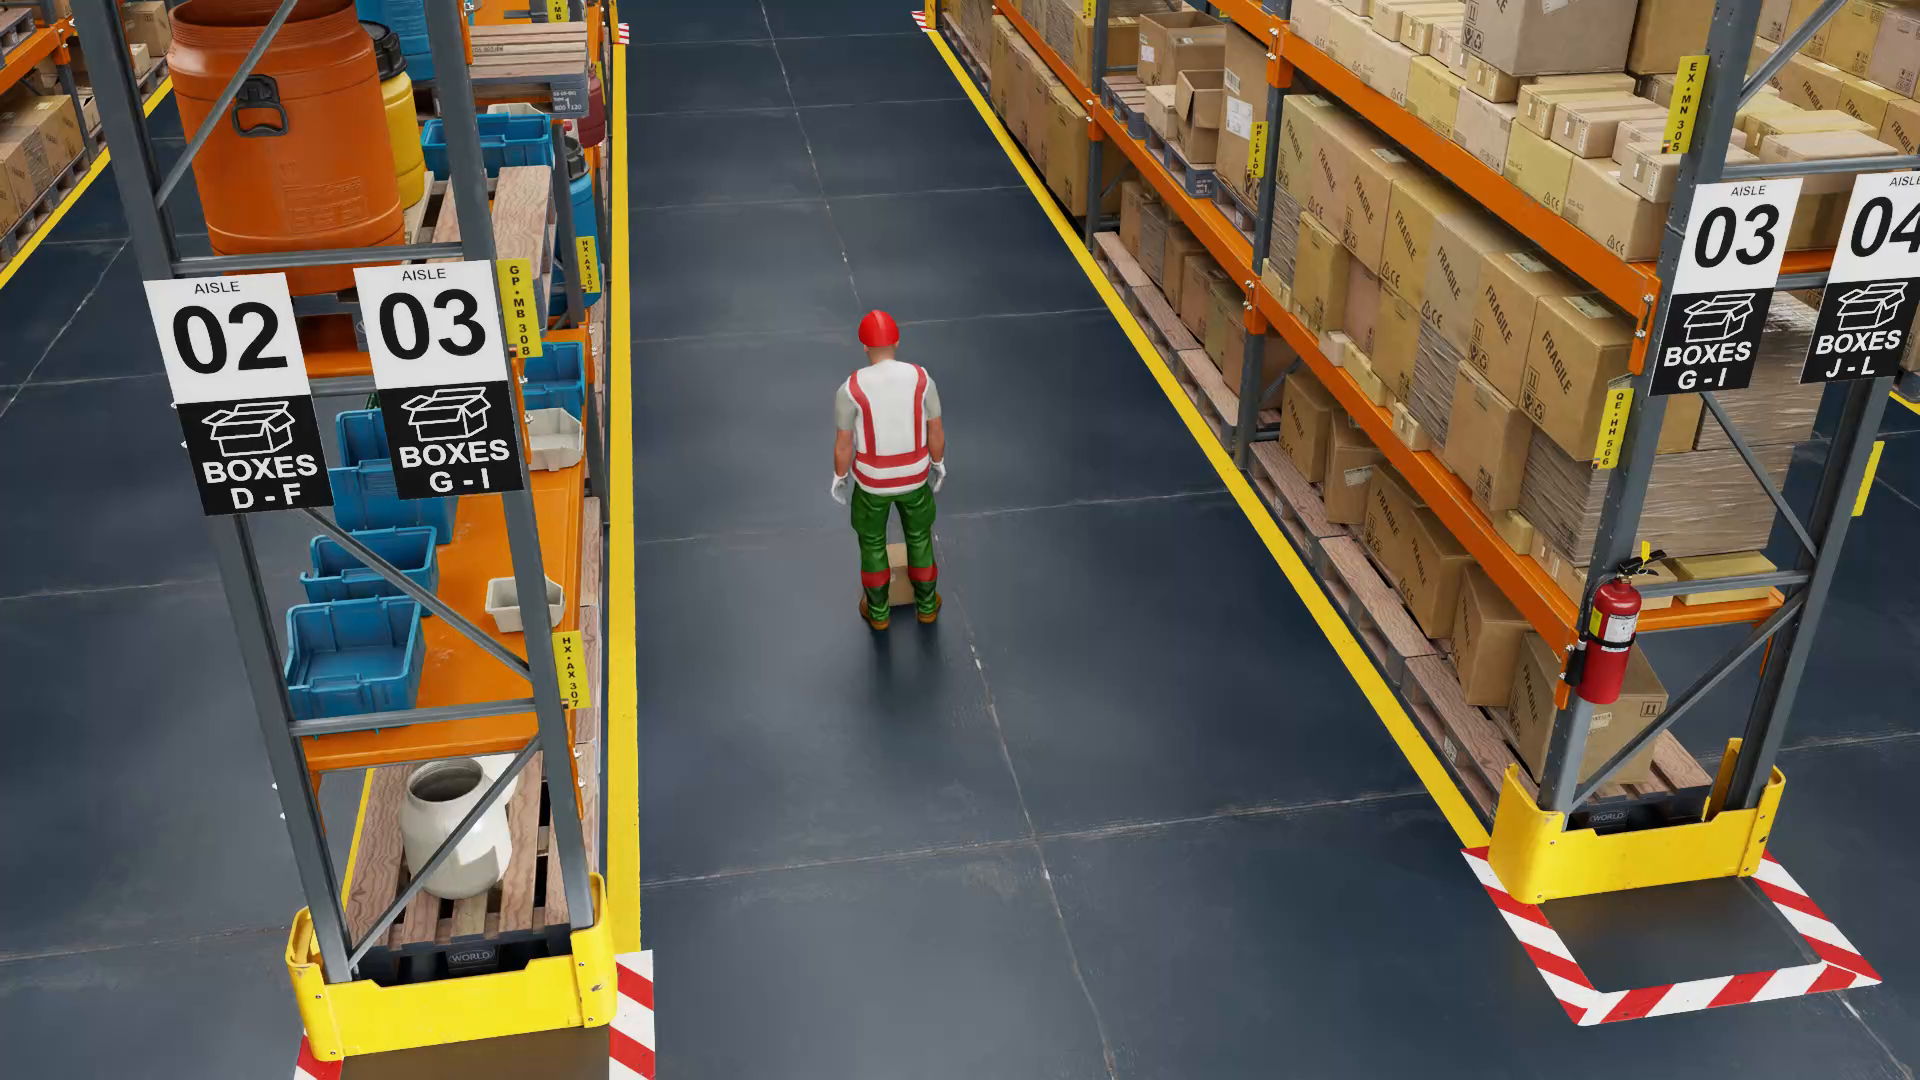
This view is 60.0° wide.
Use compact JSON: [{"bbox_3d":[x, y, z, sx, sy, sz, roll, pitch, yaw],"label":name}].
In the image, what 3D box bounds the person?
[{"bbox_3d":[-0.372,-0.347,8.715,0.620,1.780,0.448,-7,31,-12],"label":"person"}]
